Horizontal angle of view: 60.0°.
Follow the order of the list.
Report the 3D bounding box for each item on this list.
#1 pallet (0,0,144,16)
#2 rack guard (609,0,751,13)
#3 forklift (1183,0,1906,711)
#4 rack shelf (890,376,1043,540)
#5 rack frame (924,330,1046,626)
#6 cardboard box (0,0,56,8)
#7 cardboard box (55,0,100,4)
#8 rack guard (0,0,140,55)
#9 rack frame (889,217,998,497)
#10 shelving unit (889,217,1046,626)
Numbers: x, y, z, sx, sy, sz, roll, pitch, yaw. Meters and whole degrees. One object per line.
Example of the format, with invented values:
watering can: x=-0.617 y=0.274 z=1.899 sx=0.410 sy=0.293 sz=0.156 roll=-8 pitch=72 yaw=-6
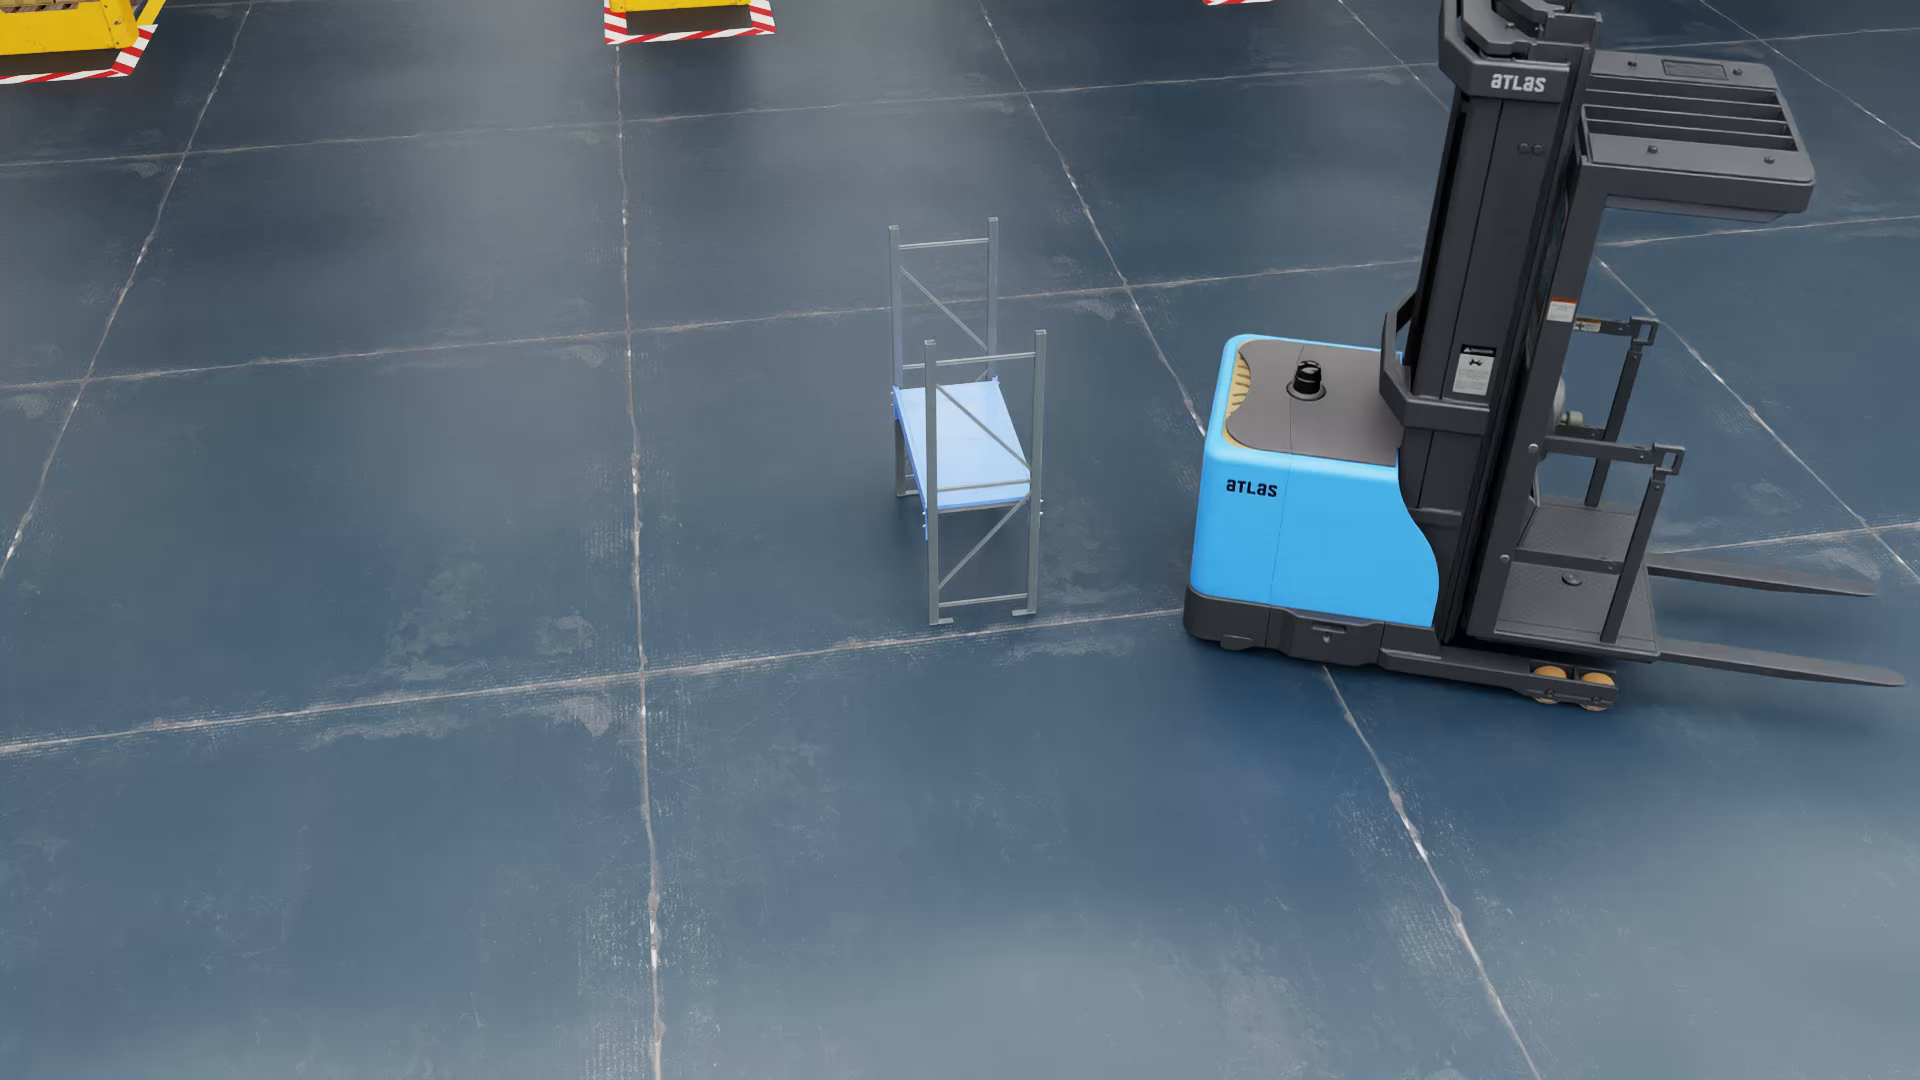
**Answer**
pallet: x=-7.343 y=-4.497 z=13.767 sx=1.003 sy=0.211 sz=1.213 roll=-6 pitch=38 yaw=-8
rack guard: x=-2.350 y=-4.725 z=13.825 sx=1.175 sy=0.500 sz=0.348 roll=-6 pitch=38 yaw=-8
forklift: x=2.583 y=-0.779 z=6.763 sx=3.031 sy=2.935 sz=1.130 roll=8 pitch=39 yaw=10
rack shelf: x=0.015 y=-0.399 z=7.734 sx=0.538 sy=0.185 sz=1.000 roll=-6 pitch=38 yaw=-8
rack frame: x=0.104 y=-0.234 z=7.228 sx=0.500 sy=1.500 sz=0.032 roll=-6 pitch=38 yaw=-8
cardboard box: x=-7.552 y=-4.513 z=13.413 sx=0.500 sy=0.250 sz=0.500 roll=-6 pitch=38 yaw=-8
cardboard box: x=-7.042 y=-4.569 z=13.485 sx=0.500 sy=0.250 sz=0.500 roll=-6 pitch=38 yaw=-8
rack guard: x=-7.163 y=-4.139 z=13.071 sx=1.175 sy=0.500 sz=0.348 roll=-6 pitch=38 yaw=-8
rack frame: x=-0.074 y=-0.848 z=8.019 sx=0.500 sy=1.500 sz=0.032 roll=-6 pitch=38 yaw=-8
shelving unit: x=0.015 y=-0.541 z=7.623 sx=0.538 sy=1.500 sz=1.048 roll=-6 pitch=38 yaw=-8
